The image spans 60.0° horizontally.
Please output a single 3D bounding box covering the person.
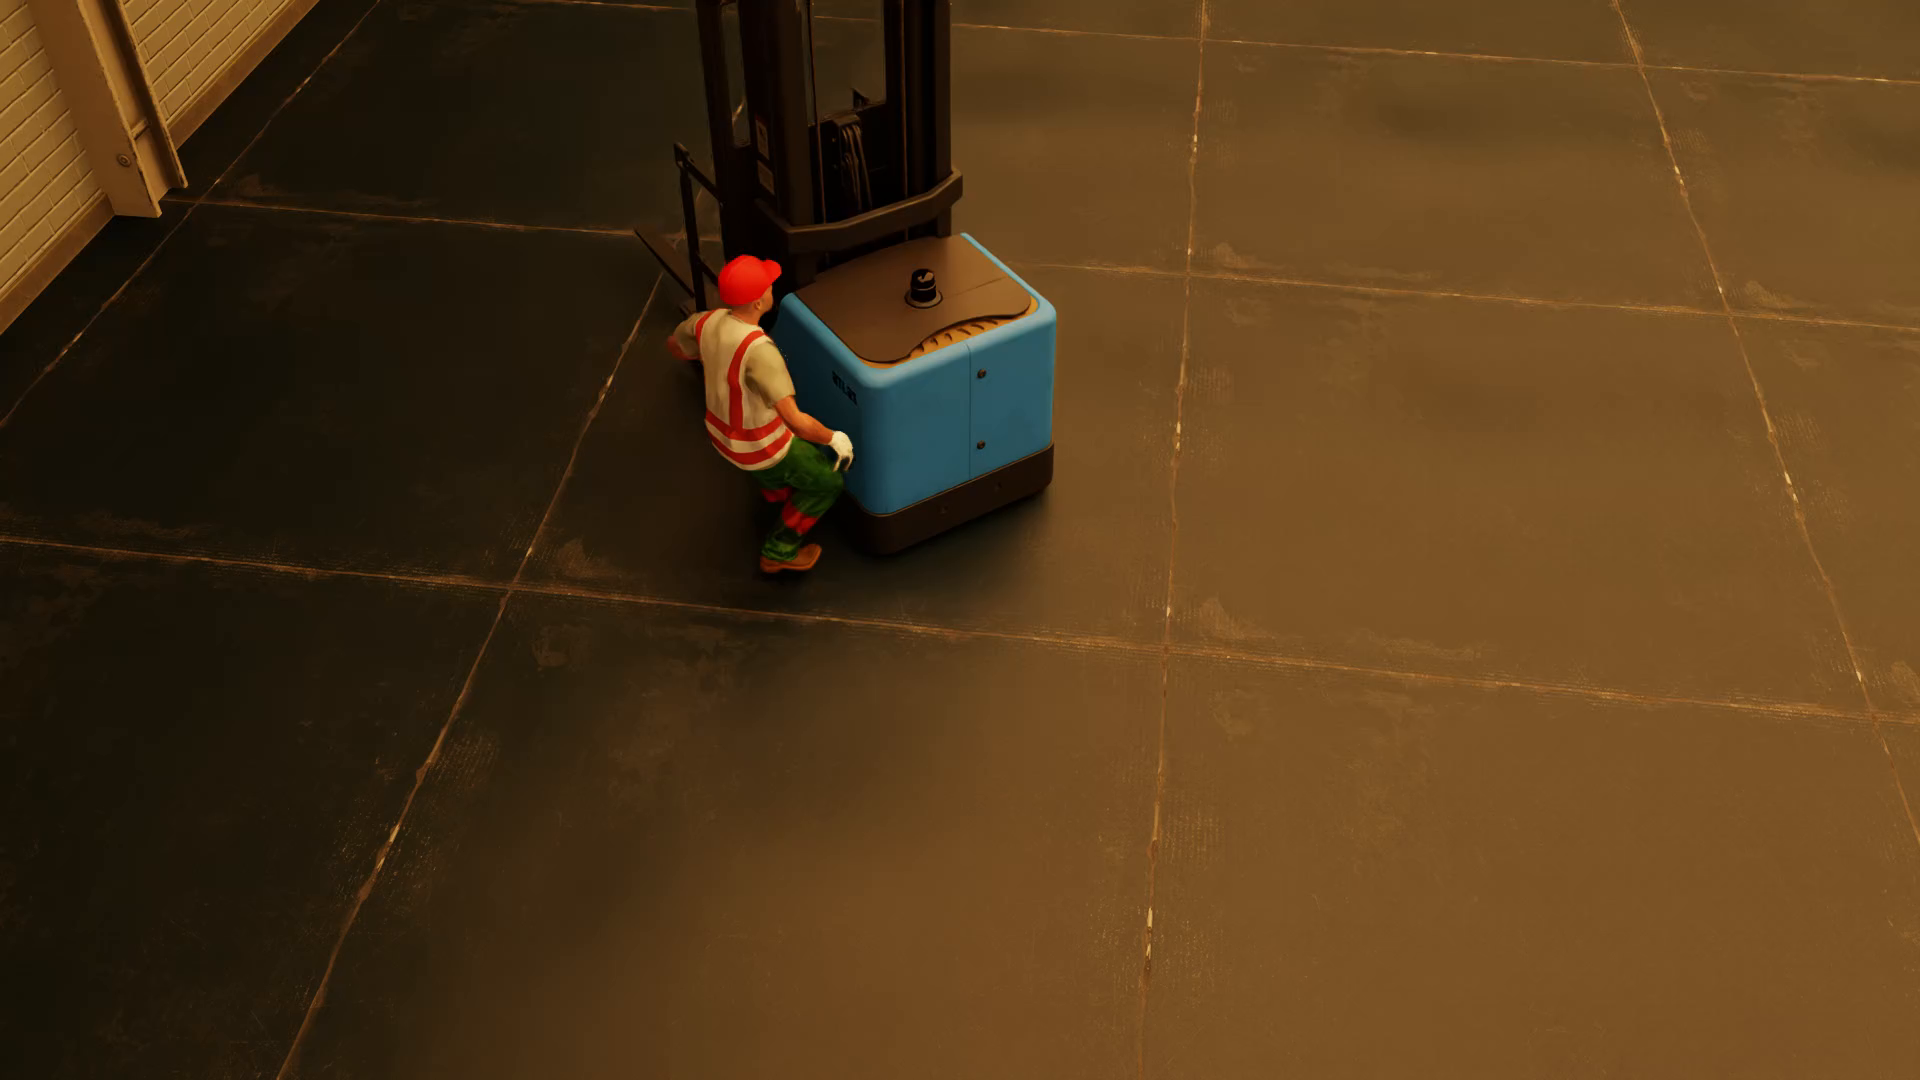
[{"bbox_3d":[-0.770,-0.529,7.229,0.682,1.719,0.997,-28,49,-27],"label":"person"}]

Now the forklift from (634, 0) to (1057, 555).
[{"bbox_3d":[-0.769,-1.983,7.883,1.130,2.935,3.031,-24,48,-24],"label":"forklift"}]
